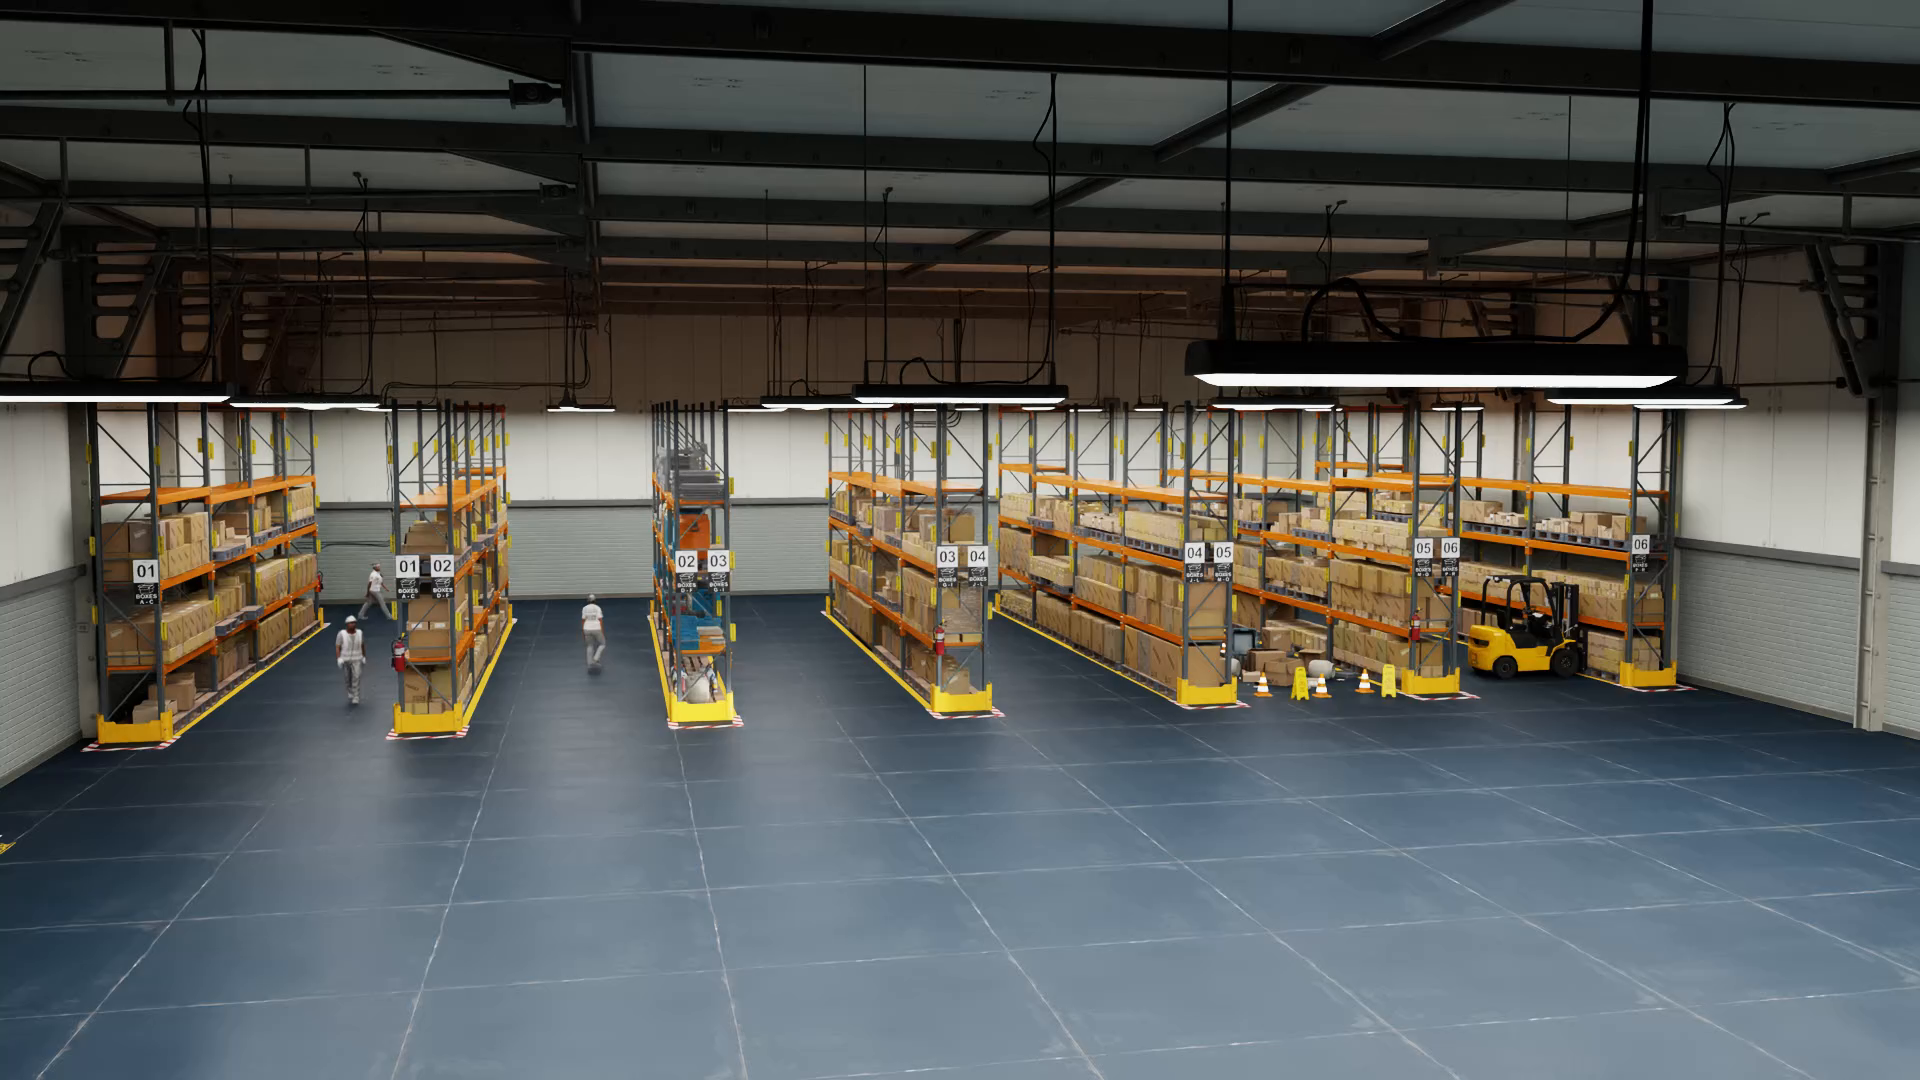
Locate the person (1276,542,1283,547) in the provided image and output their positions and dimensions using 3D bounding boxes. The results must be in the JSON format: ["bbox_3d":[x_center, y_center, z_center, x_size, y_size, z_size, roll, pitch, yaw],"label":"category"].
[{"bbox_3d":[10.104,0.907,52.432,0.989,1.732,0.548,-1,5,-17],"label":"person"}]

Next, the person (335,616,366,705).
[{"bbox_3d":[-12.070,2.367,32.917,0.533,1.727,1.096,-1,4,-15],"label":"person"}]

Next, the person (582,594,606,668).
[{"bbox_3d":[-8.296,2.065,37.595,0.526,1.663,0.502,1,4,13],"label":"person"}]

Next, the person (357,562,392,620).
[{"bbox_3d":[-16.210,1.405,46.233,1.059,1.607,0.412,-1,4,-16],"label":"person"}]
